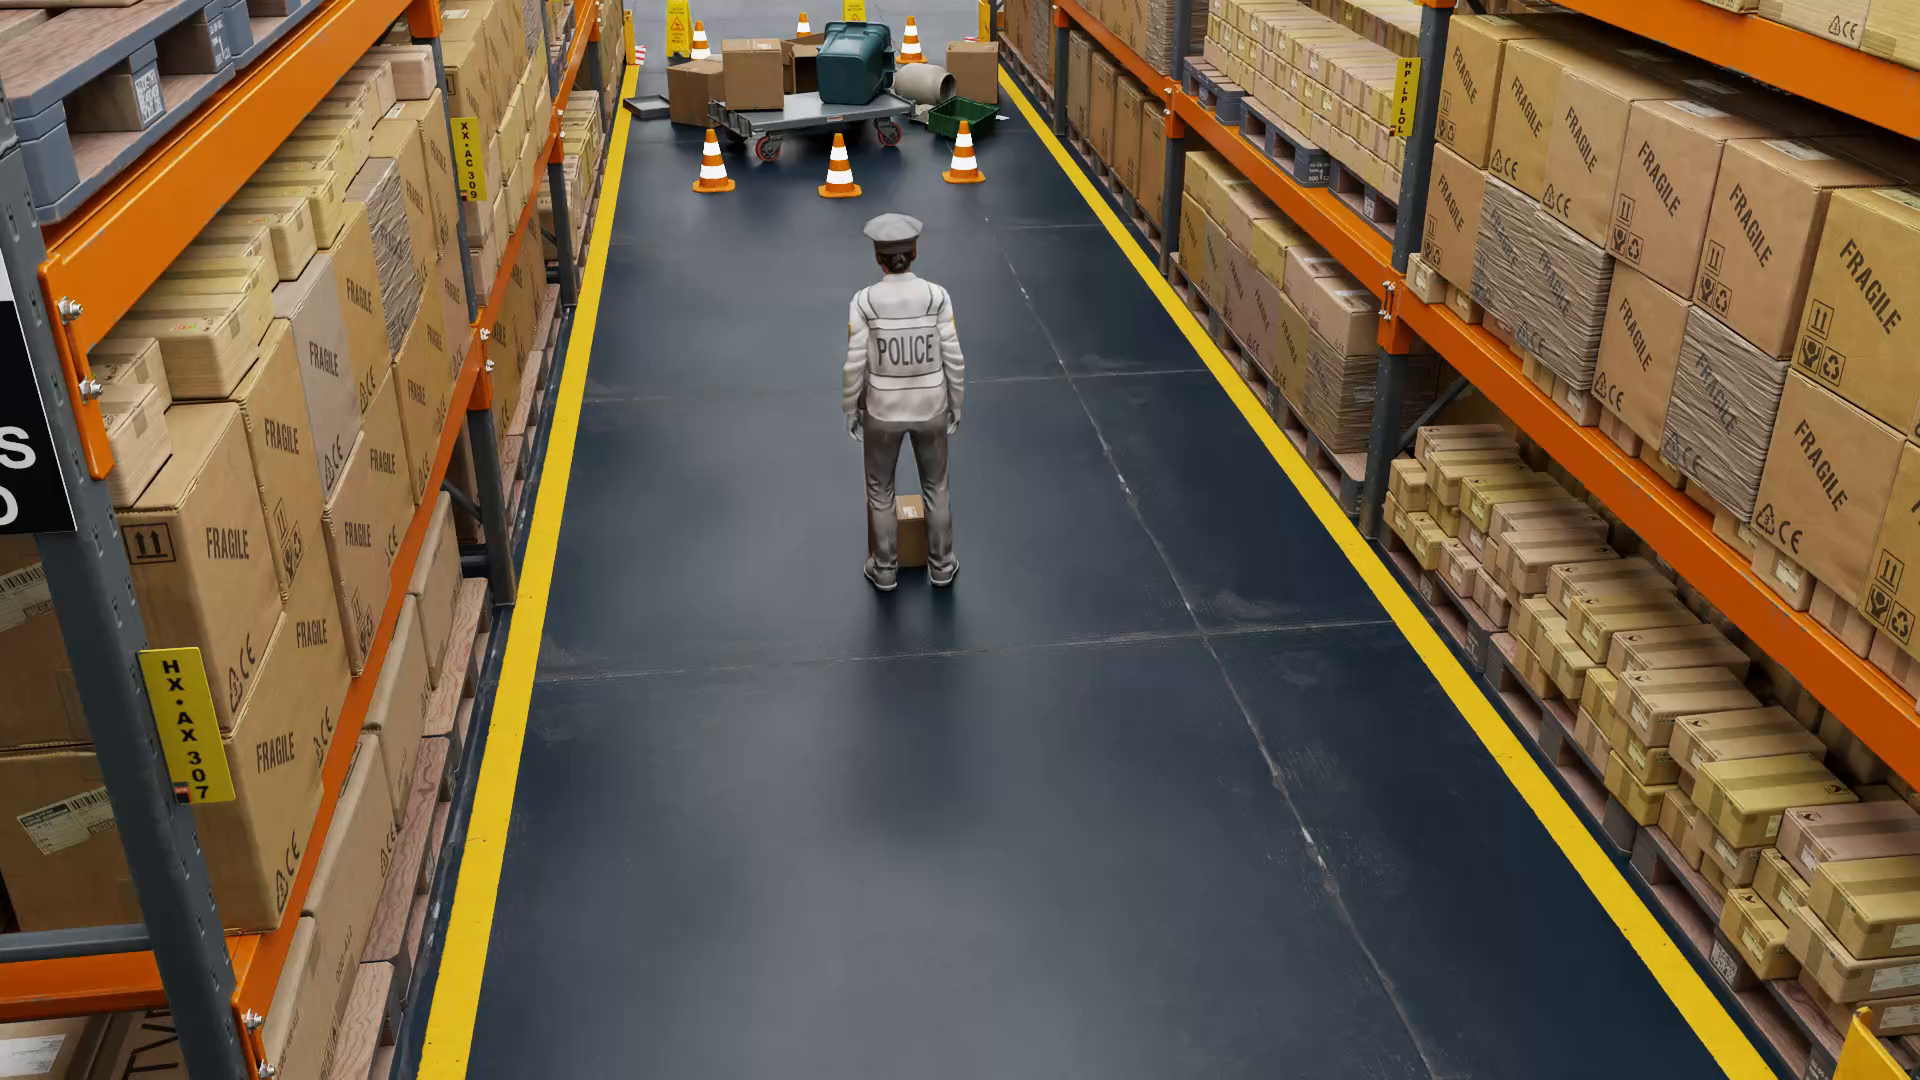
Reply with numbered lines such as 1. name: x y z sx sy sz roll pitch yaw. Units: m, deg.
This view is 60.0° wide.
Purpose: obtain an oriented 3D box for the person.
1. person: -0.244 -0.556 7.191 0.526 1.663 0.373 -4 28 -8
